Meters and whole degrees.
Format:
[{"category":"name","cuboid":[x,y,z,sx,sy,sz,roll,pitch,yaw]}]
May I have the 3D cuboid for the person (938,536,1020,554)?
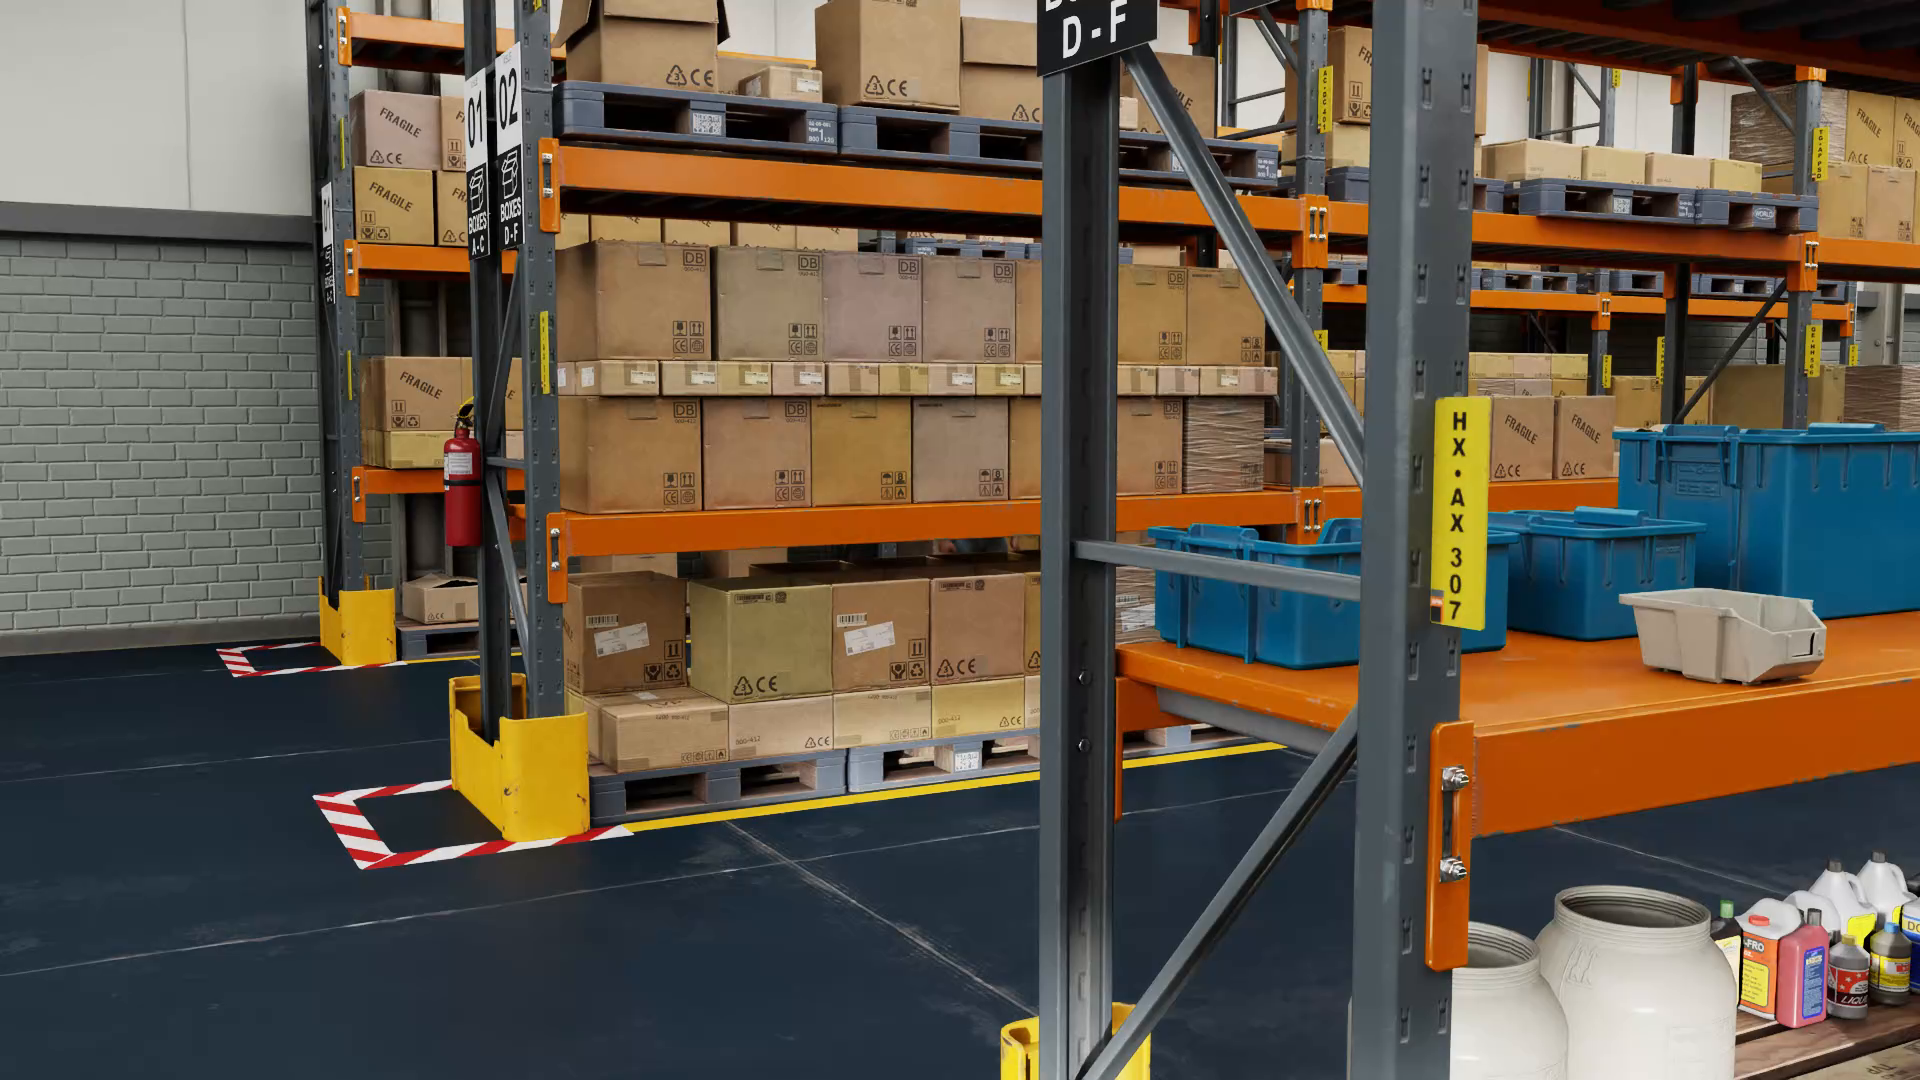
[{"category":"person","cuboid":[0.126,-0.001,10.671,0.621,1.759,0.461,-3,6,-31]}]
